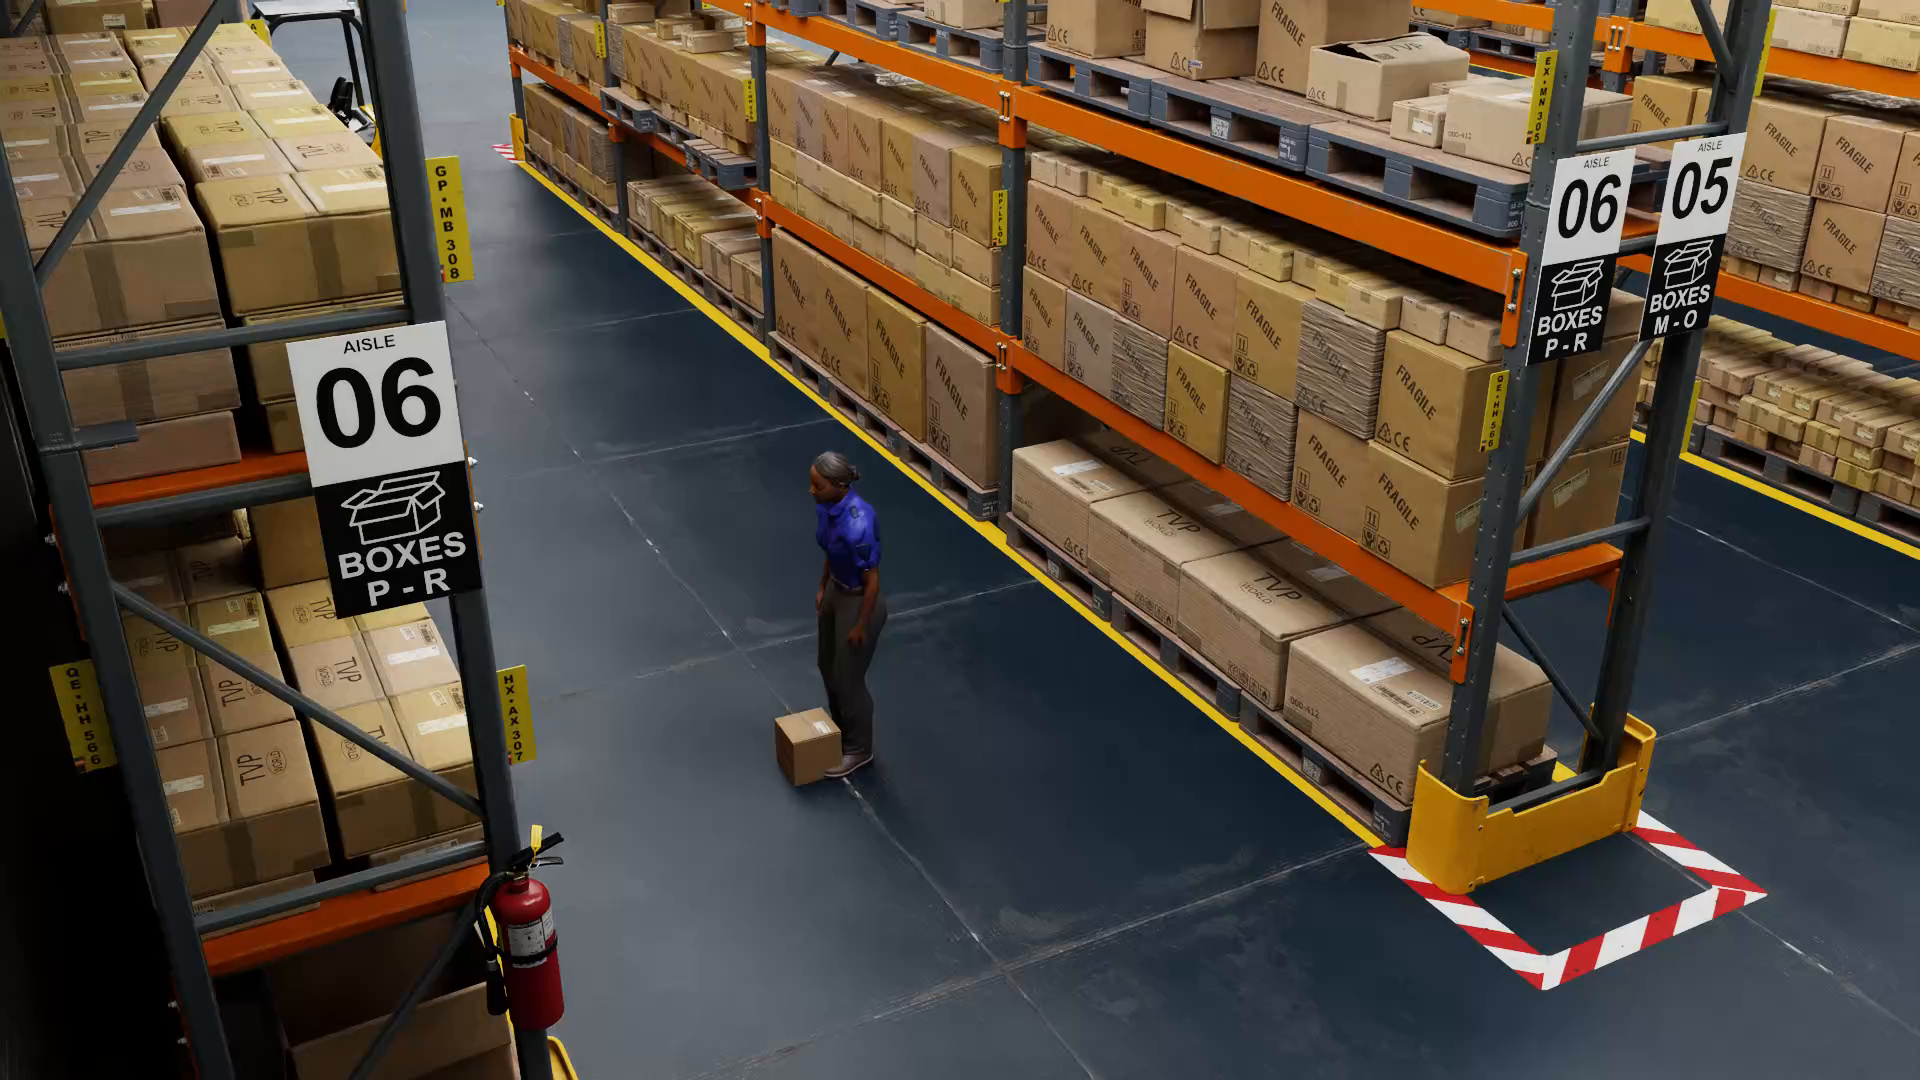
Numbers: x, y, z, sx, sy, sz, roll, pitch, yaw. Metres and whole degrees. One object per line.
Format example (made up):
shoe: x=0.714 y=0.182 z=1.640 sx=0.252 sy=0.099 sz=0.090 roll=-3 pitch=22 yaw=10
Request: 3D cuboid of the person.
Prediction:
person: x=-0.563 y=0.329 z=7.932 sx=0.391 sy=1.655 sz=0.505 roll=-13 pitch=28 yaw=-25
